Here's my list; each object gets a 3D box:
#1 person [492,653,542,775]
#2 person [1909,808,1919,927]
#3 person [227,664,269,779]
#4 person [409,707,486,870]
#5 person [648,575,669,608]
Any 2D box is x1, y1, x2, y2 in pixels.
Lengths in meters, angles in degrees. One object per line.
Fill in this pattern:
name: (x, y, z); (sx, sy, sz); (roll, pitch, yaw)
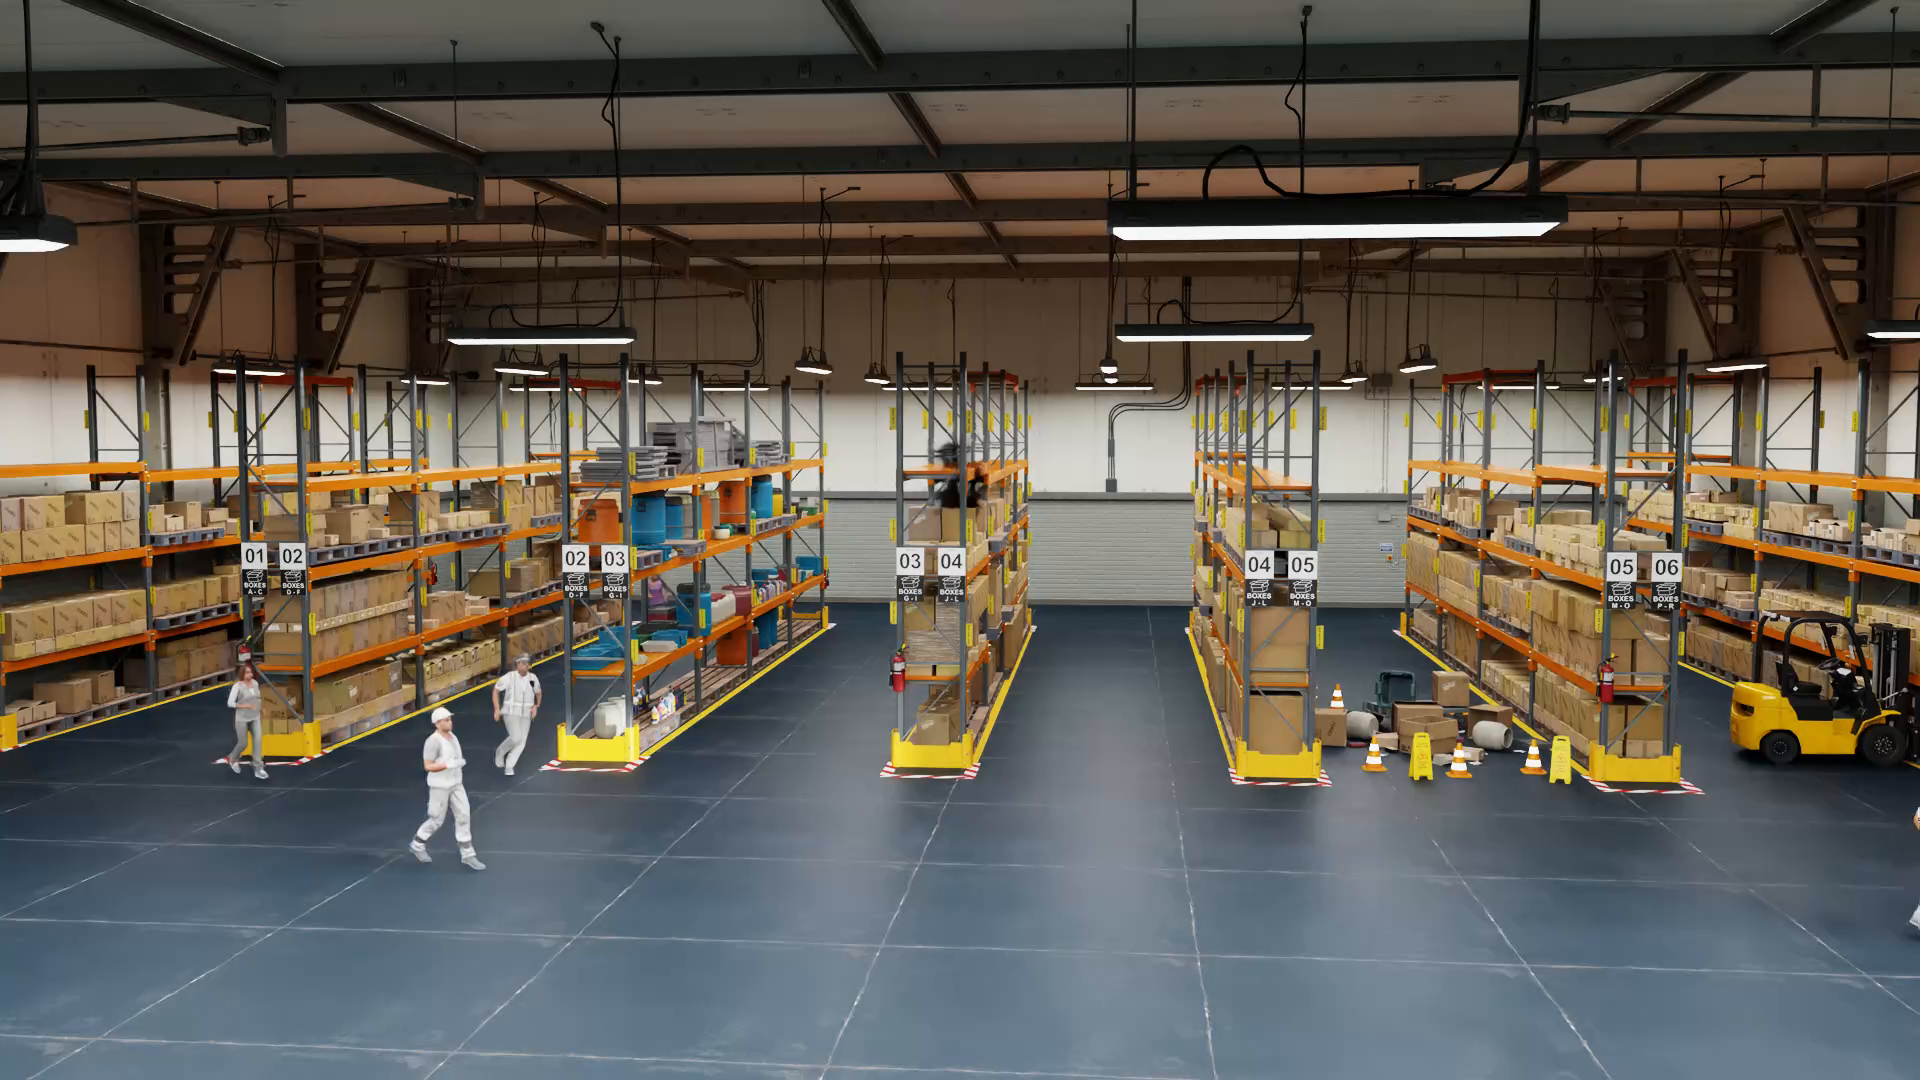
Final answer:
person: (-6.253, 2.467, 23.671); (0.700, 1.707, 0.539); (-3, 5, -37)
person: (9.479, 3.060, 15.946); (0.604, 1.736, 0.634); (-3, 5, -40)
person: (-10.001, 2.530, 23.325); (0.800, 1.582, 0.555); (3, 5, 37)
person: (-5.746, 2.765, 18.534); (0.920, 1.809, 0.648); (2, 4, 21)
person: (-7.017, 1.492, 38.334); (0.535, 1.560, 0.565); (0, 4, 4)
